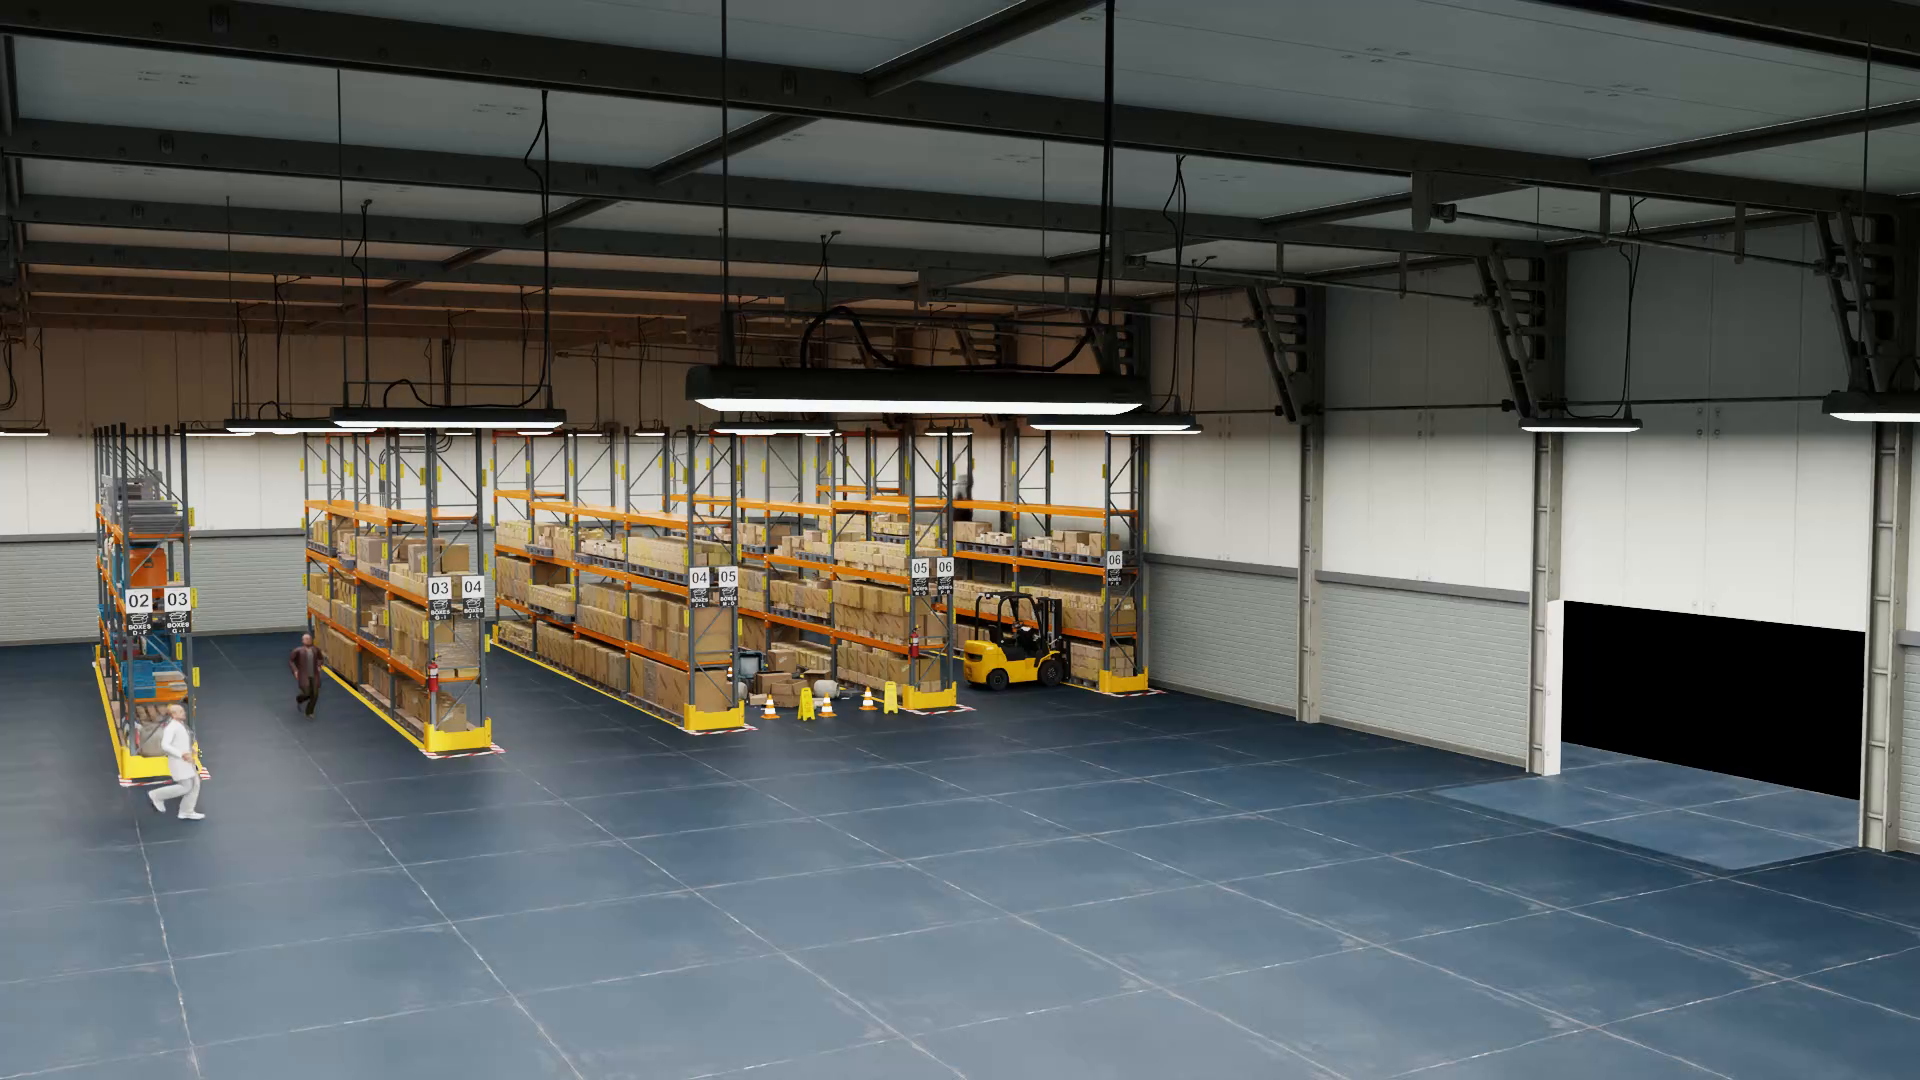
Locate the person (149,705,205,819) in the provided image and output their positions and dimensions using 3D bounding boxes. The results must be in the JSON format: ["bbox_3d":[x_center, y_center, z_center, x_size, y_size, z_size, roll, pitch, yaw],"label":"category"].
[{"bbox_3d":[-11.802,3.327,25.025,0.723,1.711,0.711,0,3,-7],"label":"person"}]

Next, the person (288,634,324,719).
[{"bbox_3d":[-13.399,2.797,34.154,0.709,1.737,0.640,-3,5,-41],"label":"person"}]
